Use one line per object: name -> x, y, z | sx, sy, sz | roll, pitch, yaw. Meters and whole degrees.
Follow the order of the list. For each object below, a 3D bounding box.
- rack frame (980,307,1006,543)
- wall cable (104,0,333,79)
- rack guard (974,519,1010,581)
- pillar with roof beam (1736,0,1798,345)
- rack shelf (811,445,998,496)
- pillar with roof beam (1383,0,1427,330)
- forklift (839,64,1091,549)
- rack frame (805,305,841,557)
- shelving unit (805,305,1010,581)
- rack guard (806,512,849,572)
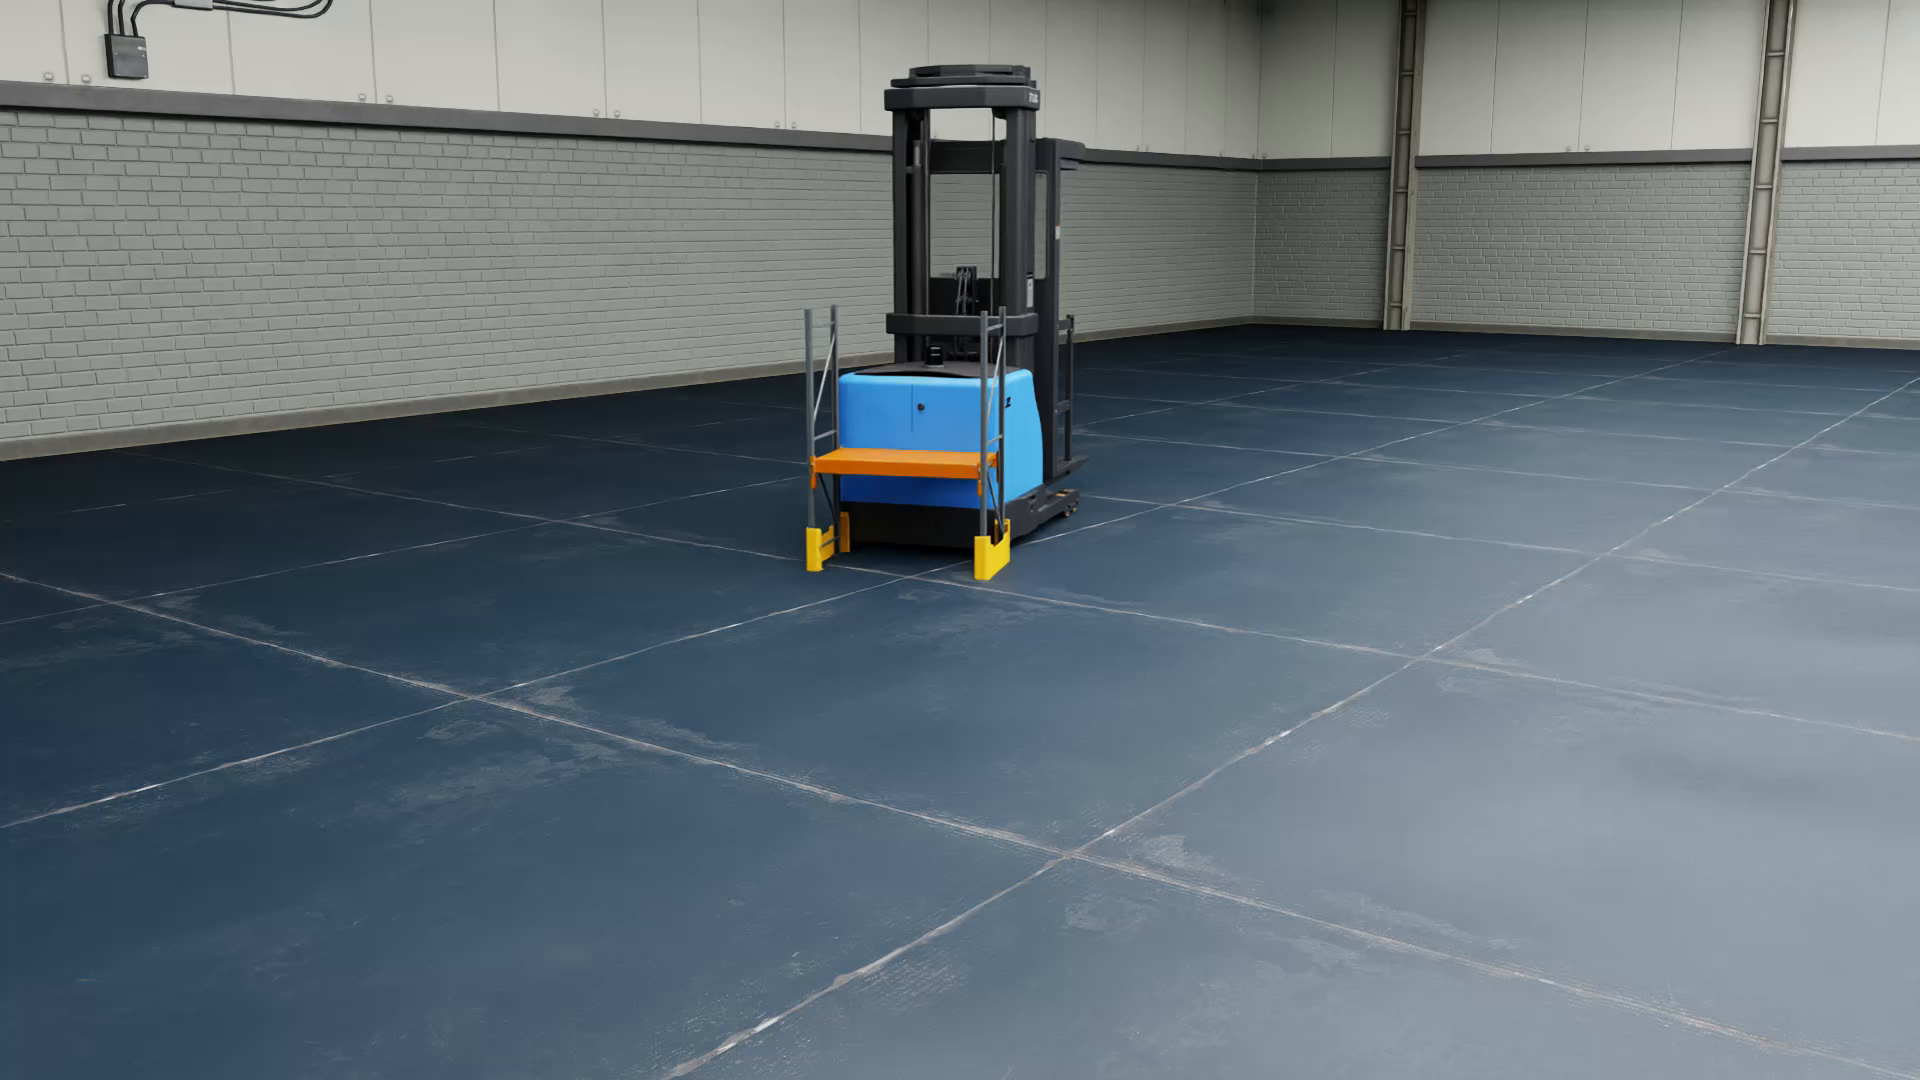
rack frame -> 0.187, -0.561, 9.481 | 0.032, 1.500, 0.500 | 3, 11, 14
wall cable -> -6.604, -7.110, 14.634 | 0.169, 6.003, 2.305 | 8, 13, 36
rack guard -> 0.186, 0.053, 9.600 | 0.087, 0.250, 0.587 | 3, 11, 14
pillar with roof beam -> 10.289, -6.943, 22.729 | 0.400, 9.000, 9.100 | 8, 13, 36
rack shelf -> -0.306, -0.408, 9.637 | 1.000, 0.185, 0.538 | 3, 11, 14
pillar with roof beam -> 5.453, -7.618, 26.216 | 0.400, 9.000, 9.100 | 8, 13, 36
forklift -> 0.194, -1.613, 11.149 | 1.130, 2.935, 3.031 | 4, 12, 18
rack frame -> -0.798, -0.608, 9.726 | 0.032, 1.500, 0.500 | 3, 11, 14
shelving unit -> -0.297, -0.584, 9.601 | 1.083, 1.500, 0.587 | 3, 11, 14
rack guard -> -0.780, 0.006, 9.840 | 0.087, 0.250, 0.587 | 3, 11, 14
